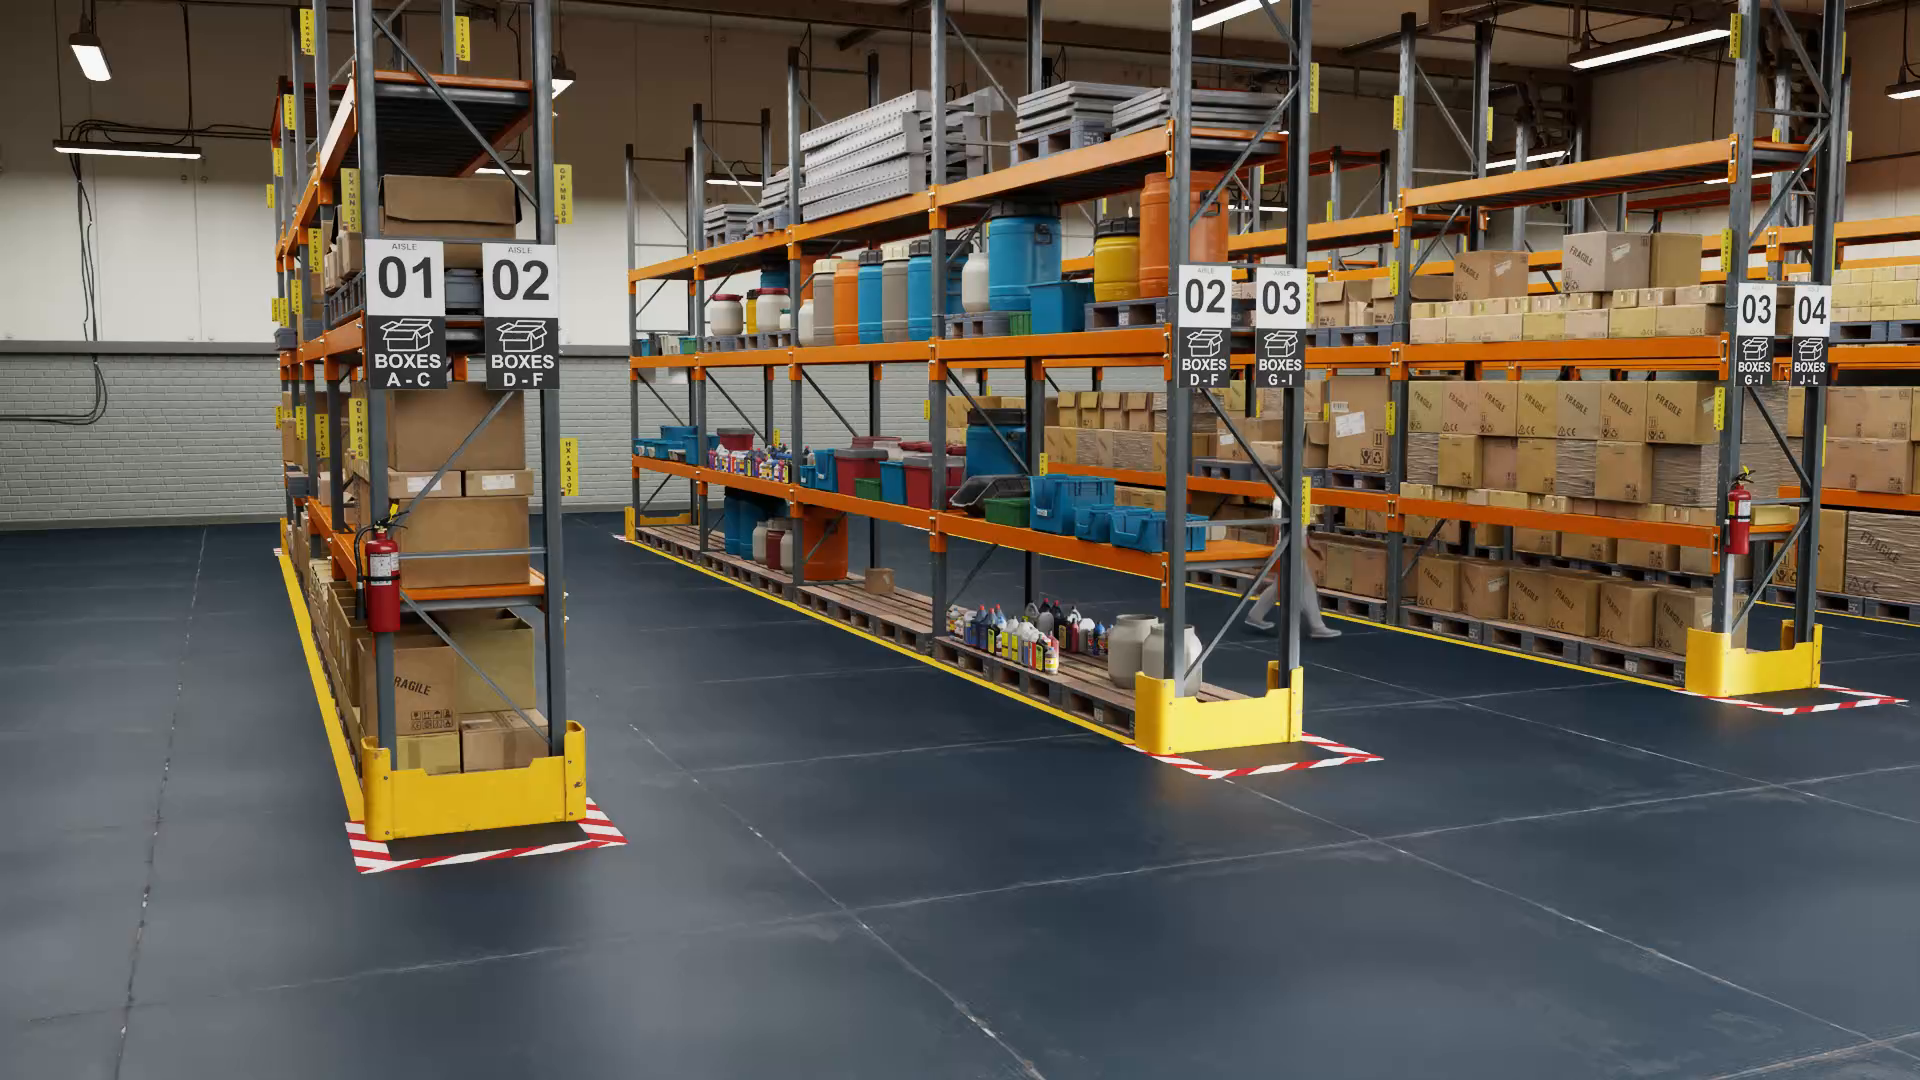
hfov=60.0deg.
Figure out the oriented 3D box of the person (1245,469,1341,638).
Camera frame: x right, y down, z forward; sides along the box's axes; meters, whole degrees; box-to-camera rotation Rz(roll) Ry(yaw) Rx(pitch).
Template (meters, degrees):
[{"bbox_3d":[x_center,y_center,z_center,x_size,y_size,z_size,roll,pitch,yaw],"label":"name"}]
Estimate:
[{"bbox_3d":[3.211,0.087,15.921,0.960,1.636,0.454,3,6,25],"label":"person"}]
